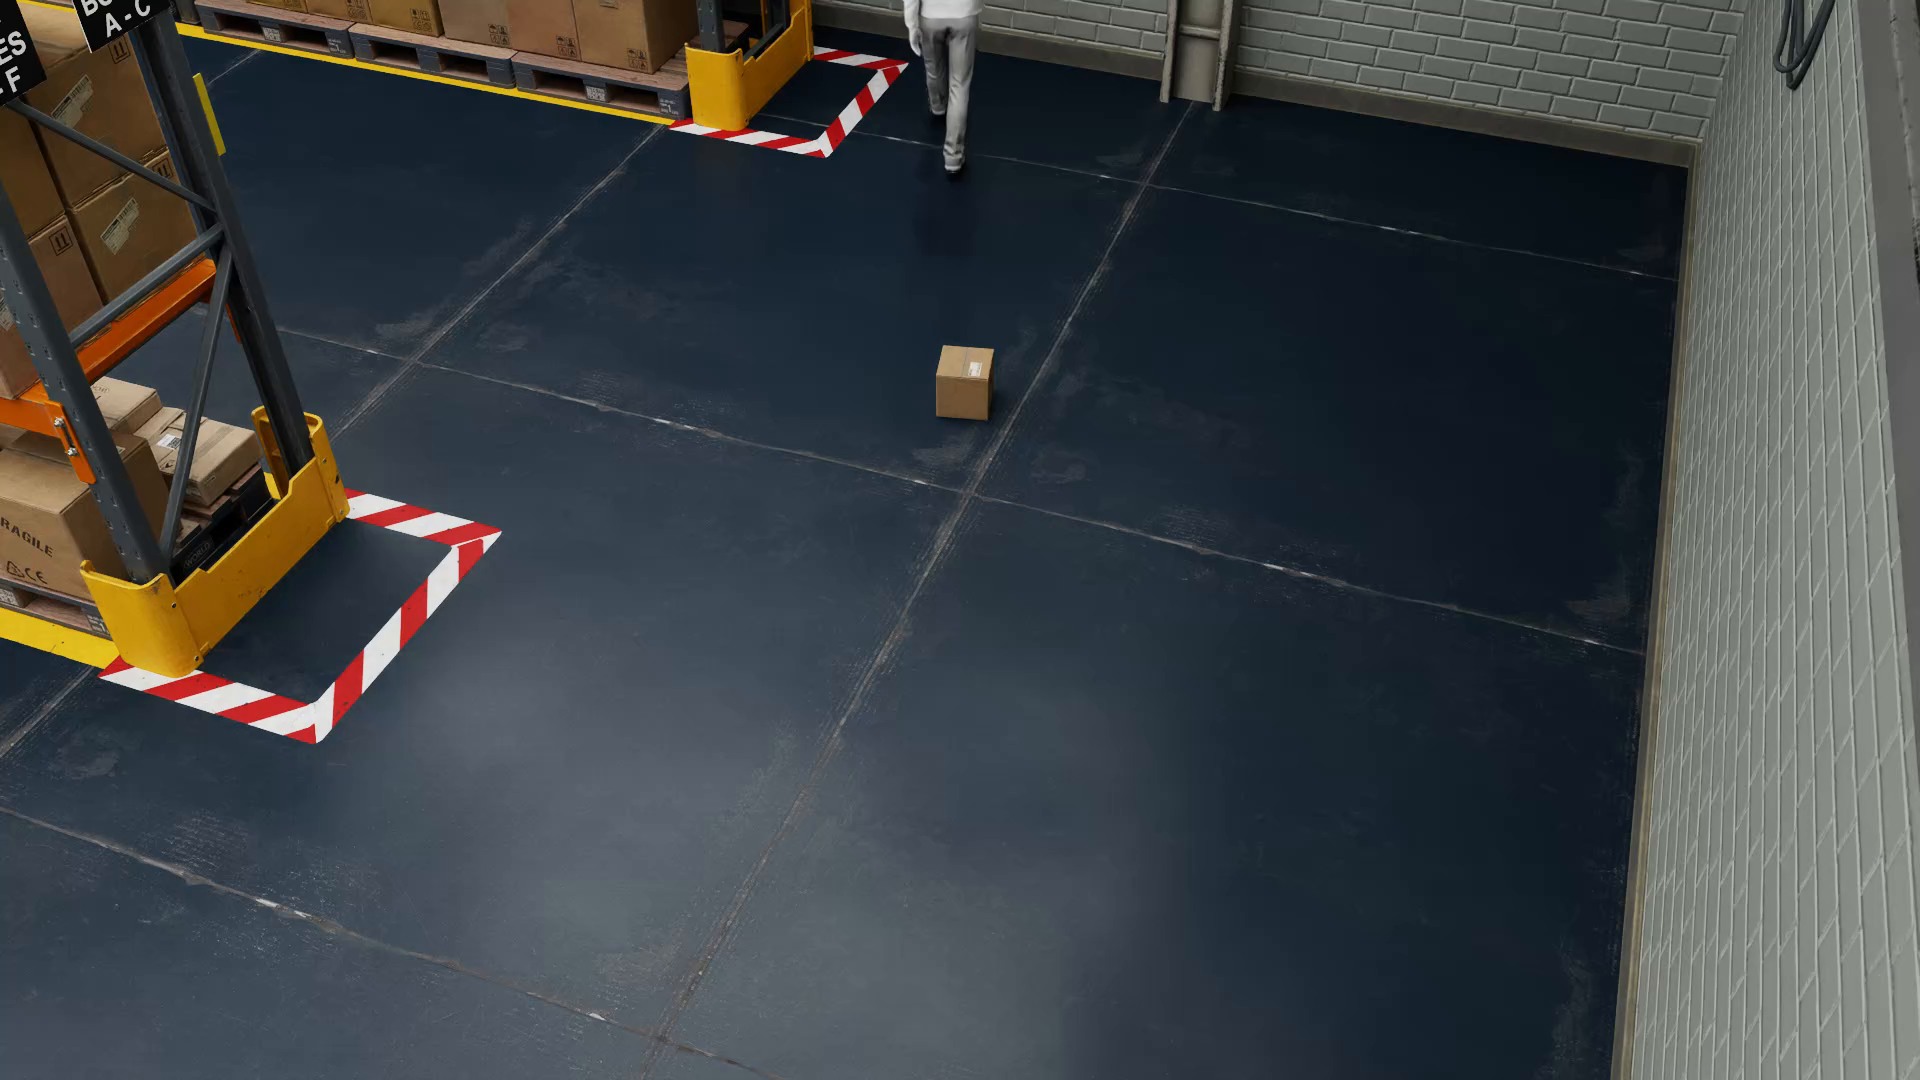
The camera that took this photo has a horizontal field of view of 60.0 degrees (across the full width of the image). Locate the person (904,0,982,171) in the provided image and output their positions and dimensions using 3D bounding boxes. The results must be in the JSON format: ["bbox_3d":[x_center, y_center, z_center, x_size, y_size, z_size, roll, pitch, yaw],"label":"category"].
[{"bbox_3d":[-0.067,-3.066,9.553,0.470,1.627,1.003,3,42,4],"label":"person"}]
